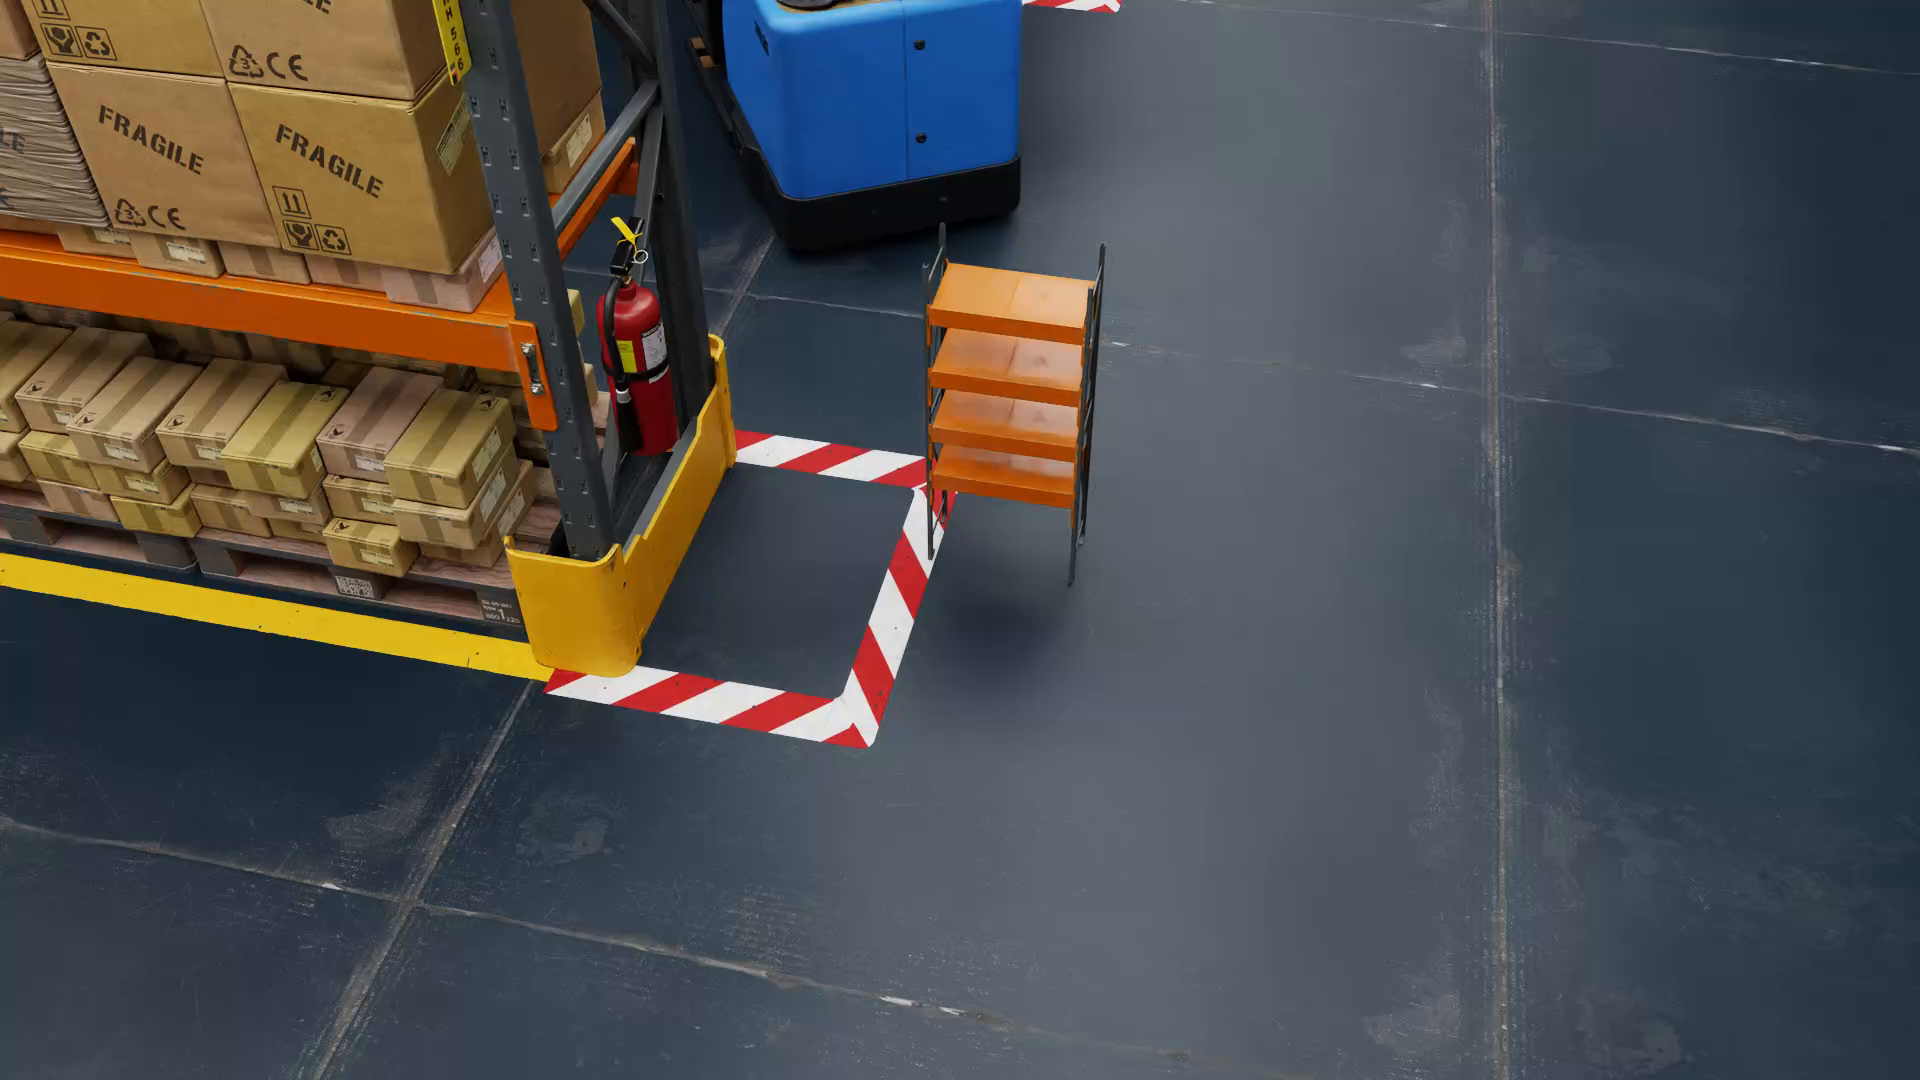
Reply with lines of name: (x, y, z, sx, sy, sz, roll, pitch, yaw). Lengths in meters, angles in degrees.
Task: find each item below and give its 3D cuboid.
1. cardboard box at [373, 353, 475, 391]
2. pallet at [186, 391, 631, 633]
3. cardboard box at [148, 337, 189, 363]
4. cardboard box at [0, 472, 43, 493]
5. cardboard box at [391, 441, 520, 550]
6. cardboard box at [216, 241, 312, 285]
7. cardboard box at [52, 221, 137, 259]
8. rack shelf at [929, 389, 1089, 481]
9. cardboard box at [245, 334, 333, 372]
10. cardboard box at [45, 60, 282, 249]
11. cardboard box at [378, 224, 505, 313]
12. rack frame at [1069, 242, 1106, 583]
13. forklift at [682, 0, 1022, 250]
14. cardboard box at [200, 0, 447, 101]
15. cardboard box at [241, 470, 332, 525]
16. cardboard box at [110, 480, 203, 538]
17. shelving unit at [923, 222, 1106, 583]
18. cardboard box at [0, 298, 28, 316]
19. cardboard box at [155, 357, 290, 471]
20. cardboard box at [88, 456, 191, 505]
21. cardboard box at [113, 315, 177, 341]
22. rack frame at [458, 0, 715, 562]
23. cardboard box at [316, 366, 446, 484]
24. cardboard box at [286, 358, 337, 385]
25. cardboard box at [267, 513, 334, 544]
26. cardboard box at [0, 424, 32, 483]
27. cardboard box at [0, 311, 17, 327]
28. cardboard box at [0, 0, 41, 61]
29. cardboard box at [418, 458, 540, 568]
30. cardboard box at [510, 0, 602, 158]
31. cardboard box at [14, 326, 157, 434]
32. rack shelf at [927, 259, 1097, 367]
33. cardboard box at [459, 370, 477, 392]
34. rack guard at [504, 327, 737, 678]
cardboard box: (-1.755, -0.652, 5.588, 0.250, 0.149, 0.380, 10, 45, 10)
pallet: (-1.881, -0.197, 5.803, 1.213, 0.211, 1.003, 9, 45, 9)
cardboard box: (-2.770, -0.686, 5.838, 0.250, 0.149, 0.380, 11, 45, 11)
cardboard box: (-3.092, -0.344, 5.697, 0.250, 0.149, 0.380, 10, 45, 10)
cardboard box: (-1.599, -0.162, 5.293, 0.250, 0.149, 0.380, 8, 44, 8)
cardboard box: (-1.884, -0.902, 4.705, 0.250, 0.149, 0.380, 8, 45, 9)
cardboard box: (-2.389, -0.985, 4.791, 0.250, 0.149, 0.380, 7, 44, 7)
rack shelf: (0.162, -0.359, 5.354, 0.480, 0.148, 0.258, 9, 45, 9)
cardboard box: (-2.233, -0.758, 5.698, 0.250, 0.149, 0.380, 7, 44, 7)
cardboard box: (-2.018, -1.162, 4.508, 0.500, 0.500, 0.500, 8, 45, 8)
cardboard box: (-1.402, -0.811, 4.611, 0.250, 0.149, 0.380, 9, 45, 9)
rack frame: (0.400, -0.370, 5.269, 0.015, 1.200, 0.240, 9, 45, 9)
forklift: (-0.701, -3.295, 7.060, 1.130, 2.935, 3.031, -13, 46, -14)
cardboard box: (-1.523, -1.448, 4.084, 0.500, 0.500, 0.500, 8, 44, 8)
cardboard box: (-2.107, -0.239, 5.374, 0.250, 0.149, 0.380, 7, 44, 7)
cardboard box: (-2.600, -0.200, 5.547, 0.250, 0.149, 0.380, 7, 44, 7)
shelving unit: (0.162, -0.407, 5.308, 0.503, 1.200, 0.258, 9, 45, 9)
cardboard box: (-3.233, -0.962, 5.910, 0.250, 0.149, 0.380, 7, 44, 8)
cardboard box: (-2.346, -0.403, 5.329, 0.250, 0.149, 0.380, 7, 44, 7)
cardboard box: (-2.615, -0.309, 5.446, 0.250, 0.149, 0.380, 9, 45, 10)
cardboard box: (-2.748, -0.877, 5.822, 0.250, 0.149, 0.380, 9, 45, 10)
rack frame: (-1.022, -1.043, 4.671, 0.127, 3.000, 1.000, 9, 45, 9)
cardboard box: (-1.827, -0.367, 5.293, 0.250, 0.149, 0.380, 10, 45, 10)
cardboard box: (-2.217, -0.697, 5.850, 0.250, 0.149, 0.380, 10, 45, 10)
cardboard box: (-2.093, -0.175, 5.522, 0.250, 0.149, 0.380, 9, 45, 9)
cardboard box: (-3.136, -0.383, 5.523, 0.250, 0.149, 0.380, 9, 45, 9)
cardboard box: (-3.347, -0.605, 5.540, 0.250, 0.149, 0.380, 7, 44, 7)
cardboard box: (-2.527, -1.597, 4.239, 0.500, 0.500, 0.500, 11, 45, 11)
cardboard box: (-1.581, -0.106, 5.450, 0.250, 0.149, 0.380, 10, 45, 10)
cardboard box: (-1.400, -1.442, 4.798, 0.500, 0.500, 0.500, 11, 45, 11)
cardboard box: (-2.853, -0.521, 5.452, 0.250, 0.149, 0.380, 7, 44, 8)
rack shelf: (0.162, -0.690, 5.035, 0.480, 0.148, 0.258, 9, 45, 9)
cardboard box: (-1.732, -0.607, 5.757, 0.250, 0.149, 0.380, 9, 45, 9)
rack guard: (-1.096, -0.154, 5.550, 0.348, 0.500, 1.175, 9, 45, 9)
